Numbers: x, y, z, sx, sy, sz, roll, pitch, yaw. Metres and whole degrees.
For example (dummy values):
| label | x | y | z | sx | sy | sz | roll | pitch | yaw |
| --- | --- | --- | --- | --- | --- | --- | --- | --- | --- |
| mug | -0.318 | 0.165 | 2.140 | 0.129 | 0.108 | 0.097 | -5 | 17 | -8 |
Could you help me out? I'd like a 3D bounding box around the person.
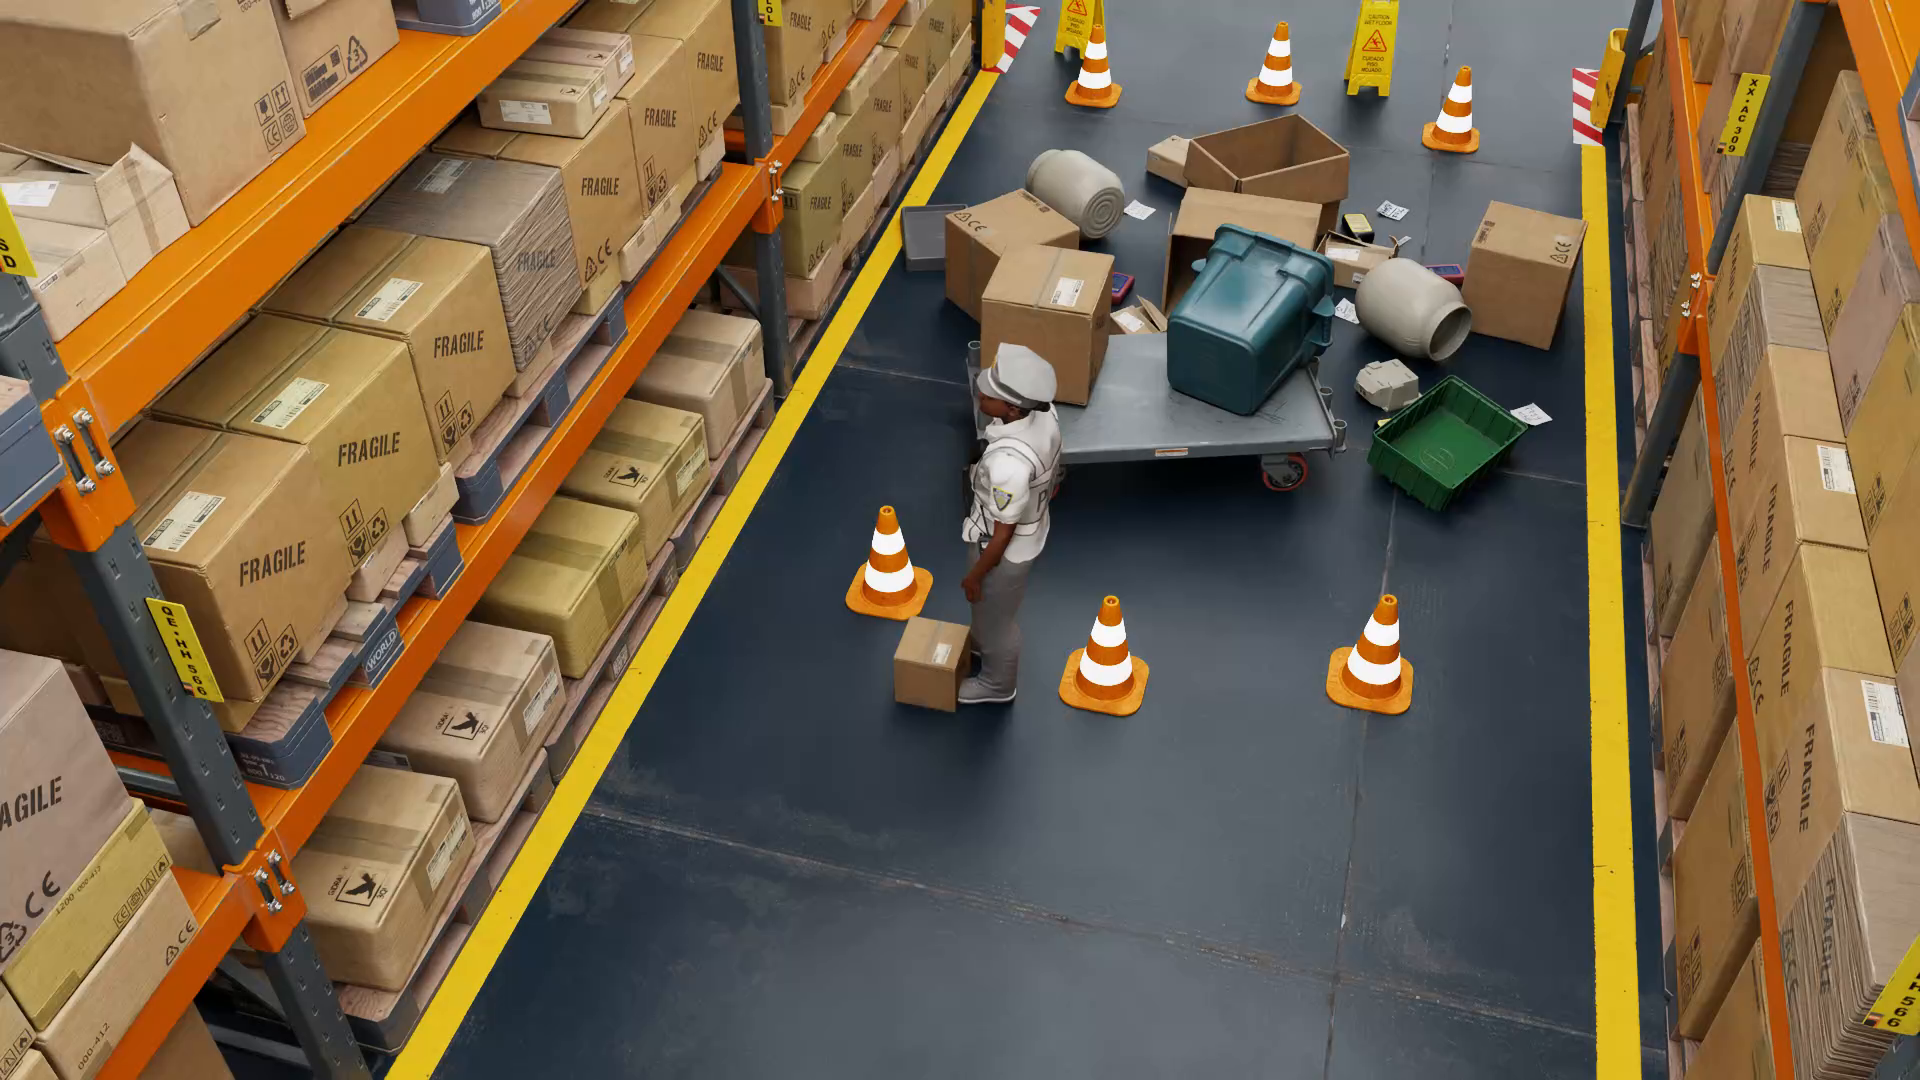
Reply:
| label | x | y | z | sx | sy | sz | roll | pitch | yaw |
| --- | --- | --- | --- | --- | --- | --- | --- | --- | --- |
| person | 0.096 | -0.040 | 6.165 | 0.530 | 1.695 | 0.569 | 10 | 42 | 11 |
